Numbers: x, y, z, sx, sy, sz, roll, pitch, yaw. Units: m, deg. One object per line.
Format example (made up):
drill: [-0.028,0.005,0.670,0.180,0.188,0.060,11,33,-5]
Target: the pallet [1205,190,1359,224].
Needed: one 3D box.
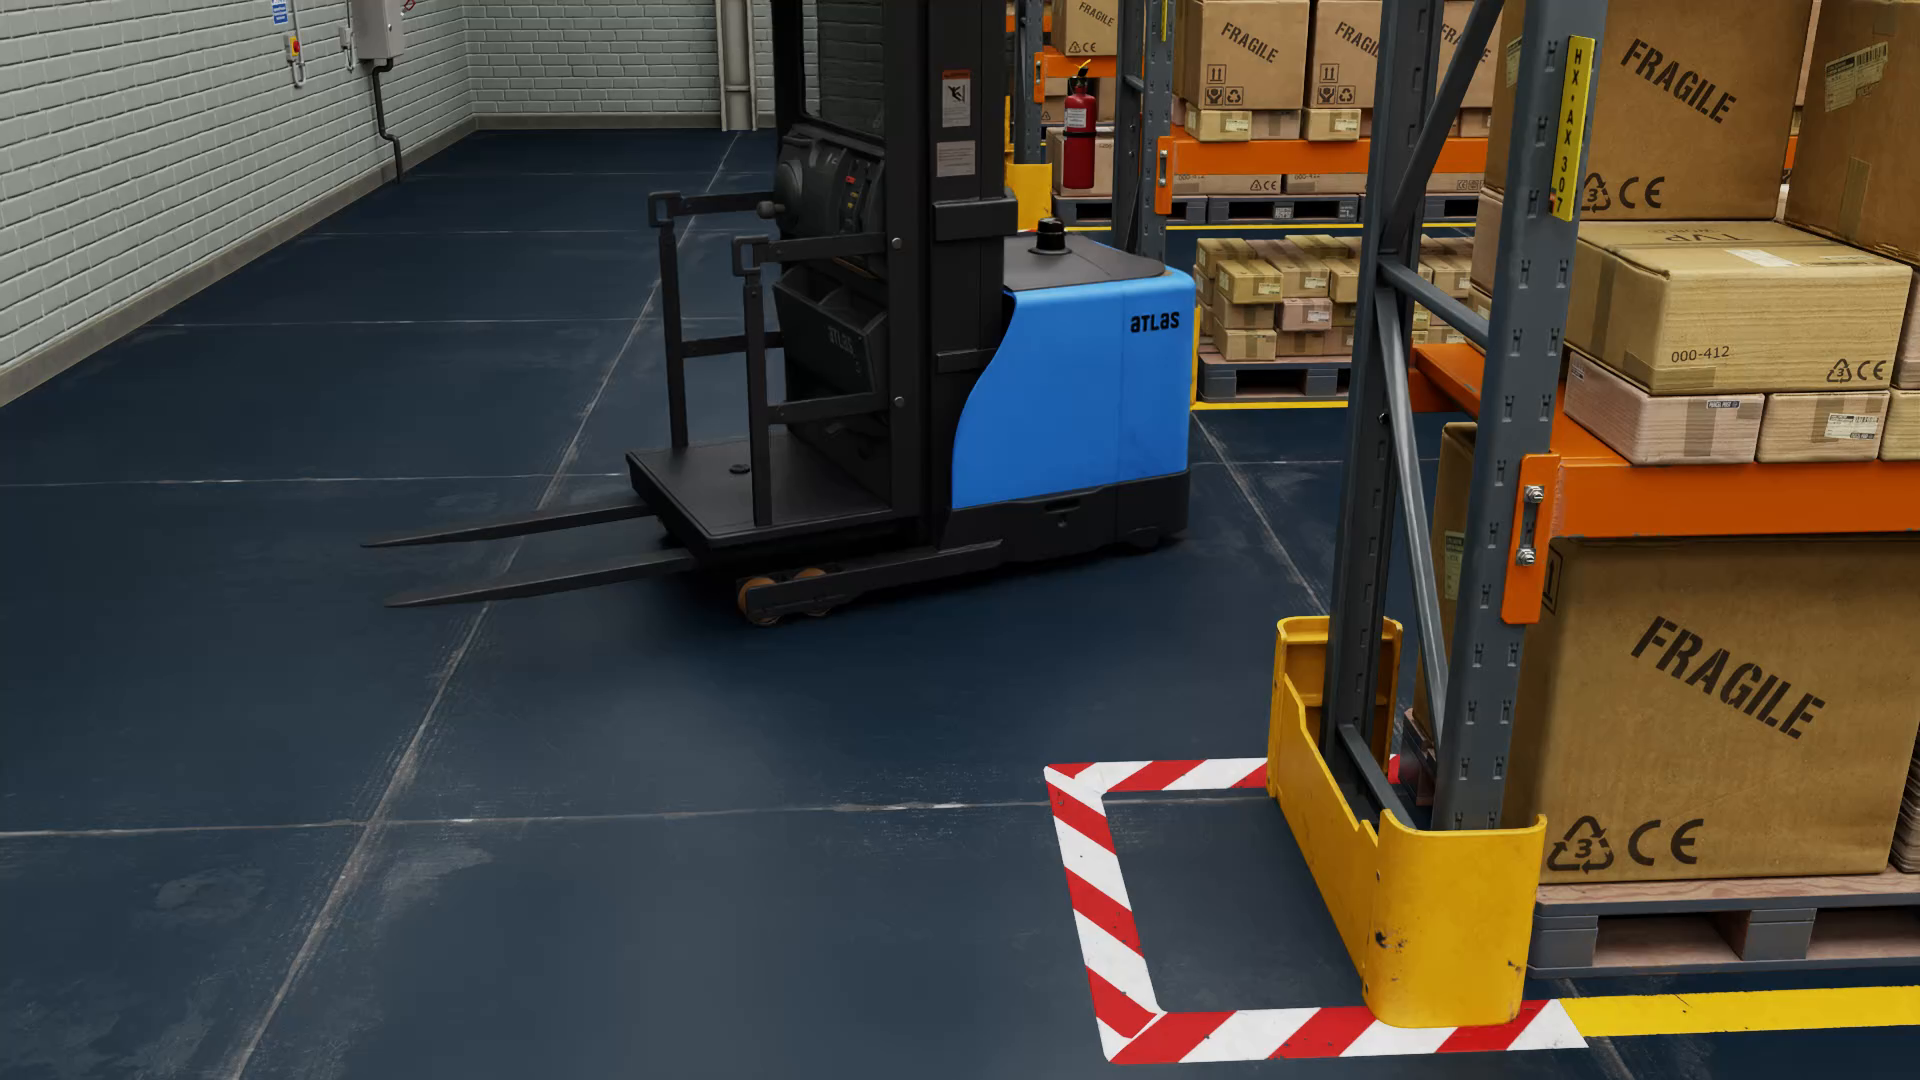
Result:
pallet: [2.545,-2.799,13.677,1.213,0.211,1.003,-1,21,-3]

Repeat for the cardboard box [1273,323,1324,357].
cardboard box: [1.718,-1.074,8.642,0.250,0.149,0.380,-1,21,-3]

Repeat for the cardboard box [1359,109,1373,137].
cardboard box: [2.036,-2.111,8.304,0.250,0.149,0.380,0,21,-1]

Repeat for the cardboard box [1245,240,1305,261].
cardboard box: [1.688,-1.506,8.941,0.250,0.149,0.380,-1,21,-2]

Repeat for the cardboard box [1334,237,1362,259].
cardboard box: [2.201,-1.539,9.028,0.250,0.149,0.380,-2,21,-5]

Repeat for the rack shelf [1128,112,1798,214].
rack shelf: [2.916,-1.983,8.624,4.000,0.370,1.077,-1,21,-3]

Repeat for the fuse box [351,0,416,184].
fuse box: [-5.066,-4.059,14.877,0.414,1.711,0.539,-1,21,-3]

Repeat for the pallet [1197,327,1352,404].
pallet: [1.809,-0.981,8.900,1.213,0.211,1.003,-1,21,-3]

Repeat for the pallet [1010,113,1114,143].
pallet: [1.121,-4.513,18.177,1.213,0.211,1.003,-1,21,-3]

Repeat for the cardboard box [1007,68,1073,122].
cardboard box: [0.865,-4.806,17.947,0.637,0.503,0.797,-2,21,-5]

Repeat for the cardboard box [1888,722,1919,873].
cardboard box: [2.645,0.222,4.217,0.875,0.875,0.875,-1,21,-3]

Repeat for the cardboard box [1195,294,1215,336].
cardboard box: [1.433,-1.227,9.045,0.250,0.149,0.380,-1,21,-2]

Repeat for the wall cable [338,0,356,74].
wall cable: [-5.185,-4.890,13.822,0.122,1.984,0.588,-1,21,-3]

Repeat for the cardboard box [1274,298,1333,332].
cardboard box: [1.734,-1.186,8.519,0.250,0.149,0.380,-1,21,-3]

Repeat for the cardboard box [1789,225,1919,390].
cardboard box: [2.115,-0.510,3.537,0.500,0.250,0.500,-1,21,-4]

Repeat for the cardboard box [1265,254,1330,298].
cardboard box: [1.730,-1.359,8.554,0.250,0.149,0.380,-1,21,-2]

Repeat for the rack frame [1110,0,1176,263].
rack frame: [0.920,-2.278,8.389,0.127,3.000,1.000,-1,21,-3]

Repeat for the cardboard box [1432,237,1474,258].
cardboard box: [2.736,-1.530,9.004,0.250,0.149,0.380,-2,21,-5]

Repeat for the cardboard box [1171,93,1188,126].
cardboard box: [1.229,-2.268,8.715,0.250,0.149,0.380,-1,21,-3]

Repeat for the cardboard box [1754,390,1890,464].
cardboard box: [1.731,-0.293,3.527,0.250,0.149,0.380,-1,21,-4]

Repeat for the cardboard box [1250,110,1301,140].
cardboard box: [1.513,-2.071,8.198,0.250,0.149,0.380,0,21,-1]

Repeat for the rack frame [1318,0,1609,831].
rack frame: [1.102,-0.514,3.756,0.127,3.000,1.000,-1,21,-3]

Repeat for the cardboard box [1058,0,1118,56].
cardboard box: [1.032,-3.989,12.742,0.500,0.500,0.500,-1,21,-3]

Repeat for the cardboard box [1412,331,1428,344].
cardboard box: [2.227,-1.047,8.573,0.250,0.149,0.380,-1,21,-2]

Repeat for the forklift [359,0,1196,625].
forklift: [-0.655,-1.284,5.874,3.031,2.935,1.130,-10,23,-24]

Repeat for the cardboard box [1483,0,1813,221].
cardboard box: [1.573,-1.037,3.868,0.500,0.500,0.500,-1,21,-2]

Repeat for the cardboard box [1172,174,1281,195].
cardboard box: [2.102,-3.104,13.569,0.875,0.438,0.875,-1,21,-2]

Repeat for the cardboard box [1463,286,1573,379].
cardboard box: [1.439,-0.521,4.127,0.250,0.149,0.380,-1,21,-2]

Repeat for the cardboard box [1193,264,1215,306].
cardboard box: [1.430,-1.393,9.063,0.250,0.149,0.380,-2,21,-5]

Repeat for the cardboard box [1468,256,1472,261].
cardboard box: [2.775,-1.344,8.516,0.250,0.149,0.380,-1,21,-2]

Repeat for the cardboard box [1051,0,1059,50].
cardboard box: [1.003,-4.185,13.257,0.500,0.500,0.500,-1,21,-3]

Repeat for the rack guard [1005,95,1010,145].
rack guard: [0.325,-4.631,18.082,0.348,0.500,1.175,-1,21,-3]

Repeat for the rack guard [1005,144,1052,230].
rack guard: [0.512,-2.866,13.446,0.348,0.500,1.175,-1,21,-3]

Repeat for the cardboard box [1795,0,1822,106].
cardboard box: [3.928,-2.425,8.216,0.500,0.500,0.500,-2,21,-5]

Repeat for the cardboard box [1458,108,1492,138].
cardboard box: [2.556,-2.103,8.282,0.250,0.149,0.380,-2,21,-4]

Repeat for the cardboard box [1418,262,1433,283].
cardboard box: [2.232,-1.353,8.538,0.250,0.149,0.380,-2,21,-6]

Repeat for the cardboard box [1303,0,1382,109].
cardboard box: [1.916,-2.395,8.137,0.500,0.500,0.500,-1,21,-3]

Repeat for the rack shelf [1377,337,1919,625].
rack shelf: [3.099,-0.219,3.991,4.000,0.370,1.077,-1,21,-3]

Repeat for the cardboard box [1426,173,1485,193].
cardboard box: [3.897,-3.140,13.664,0.875,0.438,0.875,-1,21,-4]

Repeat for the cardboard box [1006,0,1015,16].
cardboard box: [0.593,-5.590,17.440,0.250,0.149,0.380,-1,21,-3]

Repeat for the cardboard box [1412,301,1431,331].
cardboard box: [2.236,-1.189,8.527,0.250,0.149,0.380,-1,21,-1]

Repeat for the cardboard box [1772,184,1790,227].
cardboard box: [2.077,-0.697,4.030,0.500,0.250,0.500,-2,21,-4]

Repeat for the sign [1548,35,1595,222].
sign: [1.127,-0.759,3.070,0.005,0.325,0.100,-1,21,-3]
